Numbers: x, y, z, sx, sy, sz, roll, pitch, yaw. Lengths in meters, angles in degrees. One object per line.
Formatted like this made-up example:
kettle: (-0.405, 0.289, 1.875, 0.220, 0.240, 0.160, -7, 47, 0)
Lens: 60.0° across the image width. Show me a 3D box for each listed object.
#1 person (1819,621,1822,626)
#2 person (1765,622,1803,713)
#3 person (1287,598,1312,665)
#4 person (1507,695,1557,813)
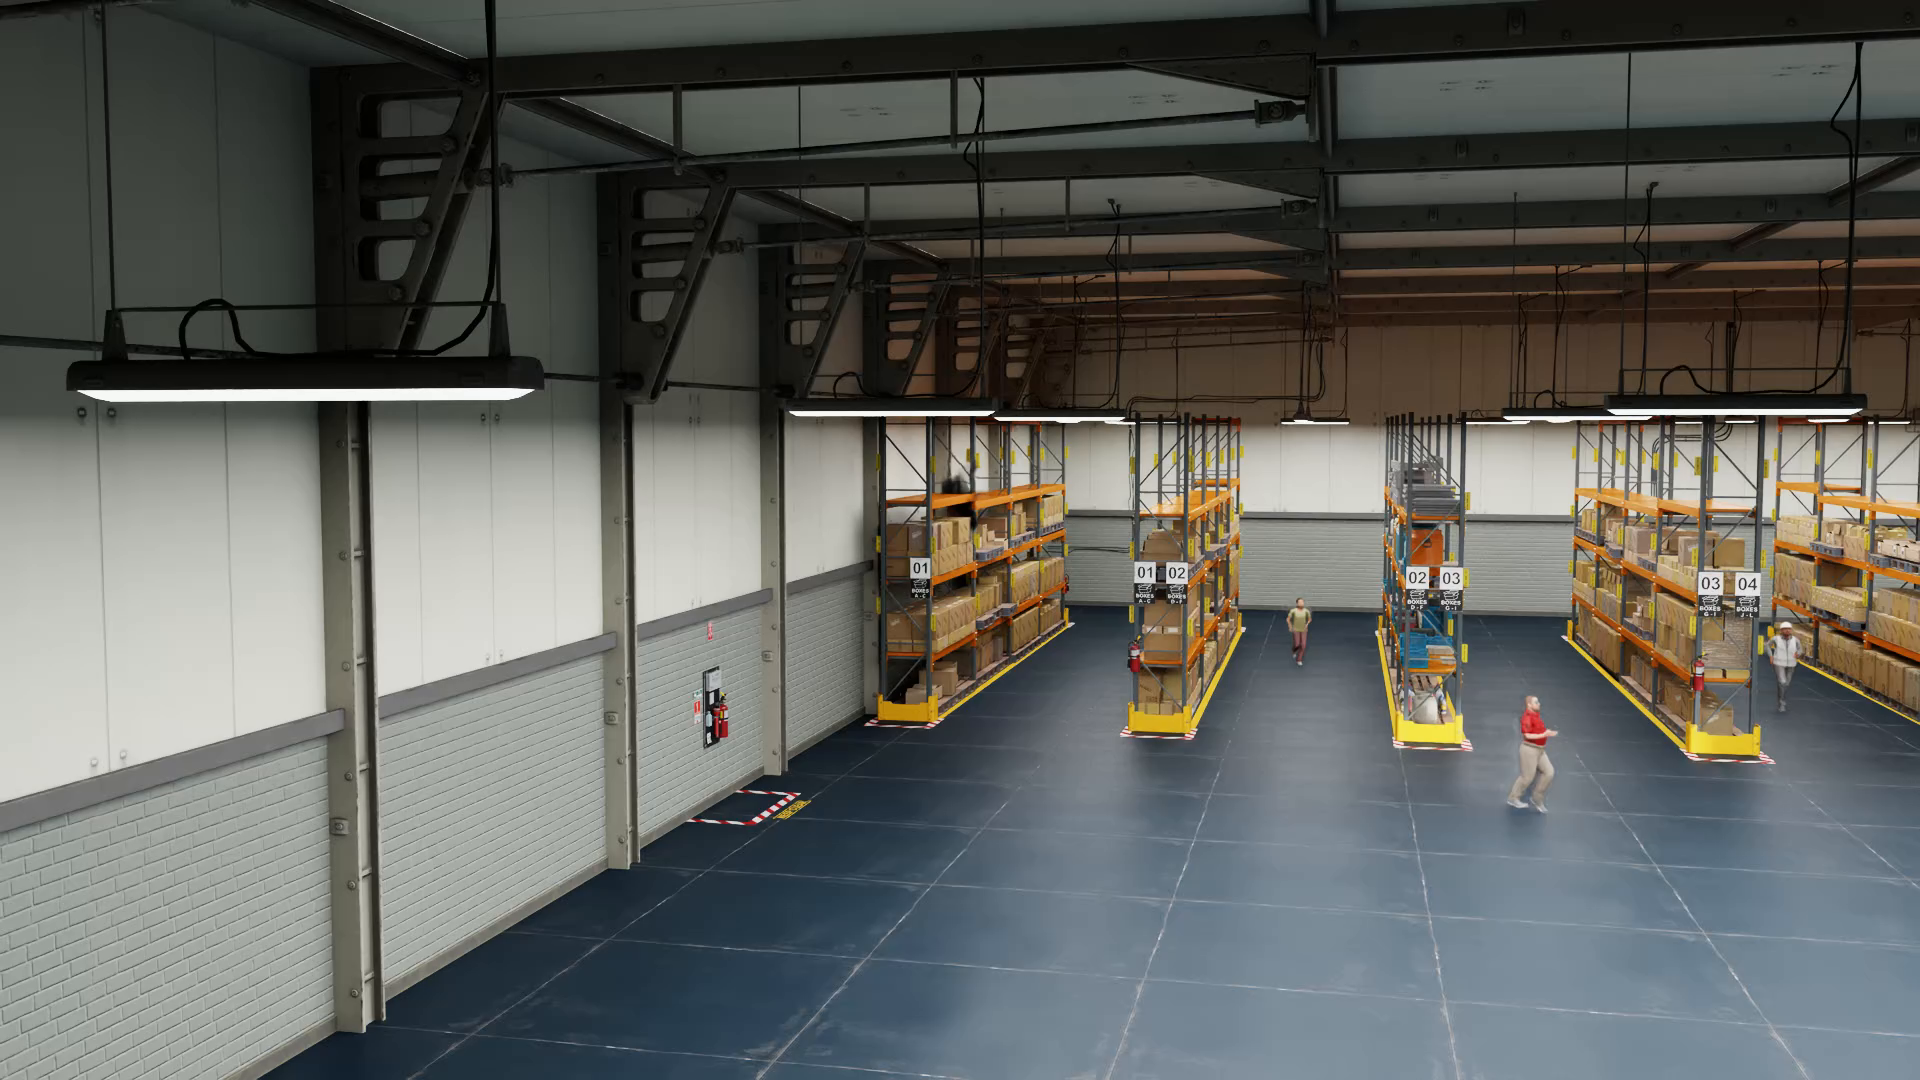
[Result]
person: (22.978, 1.955, 44.430, 0.630, 1.505, 0.930, -2, 4, -23)
person: (16.721, 2.562, 33.711, 0.639, 1.823, 0.793, 0, 4, 7)
person: (8.197, 2.203, 40.106, 0.581, 1.624, 0.549, 0, 4, 2)
person: (8.534, 3.200, 24.733, 0.727, 1.781, 0.640, 3, 5, 38)
